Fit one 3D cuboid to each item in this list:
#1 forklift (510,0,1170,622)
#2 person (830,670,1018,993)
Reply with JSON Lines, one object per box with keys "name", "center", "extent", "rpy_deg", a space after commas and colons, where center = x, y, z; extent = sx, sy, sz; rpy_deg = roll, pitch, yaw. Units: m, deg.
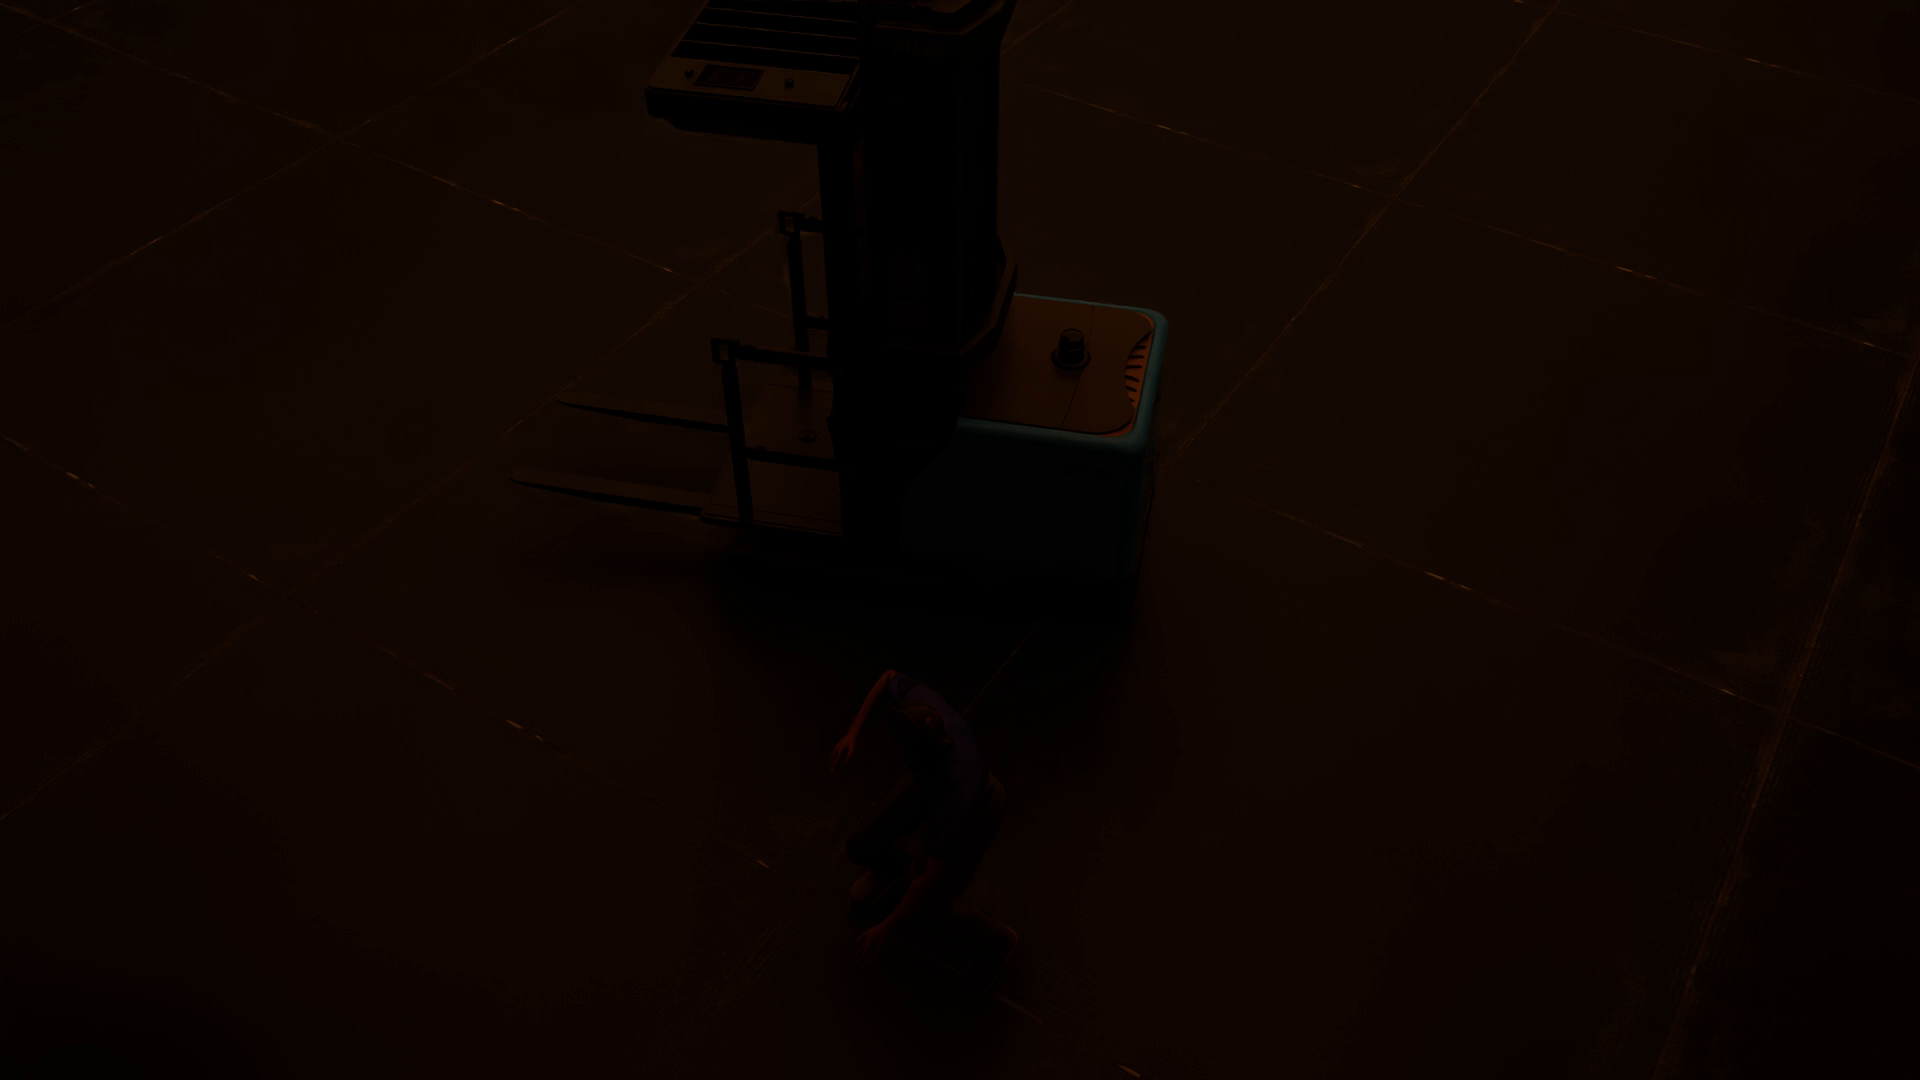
{"name": "forklift", "center": [-0.610, -1.208, 7.122], "extent": [3.031, 2.935, 1.130], "rpy_deg": [8, 44, 9]}
{"name": "person", "center": [-0.199, 1.029, 5.909], "extent": [0.835, 1.414, 0.728], "rpy_deg": [-27, 50, -26]}
